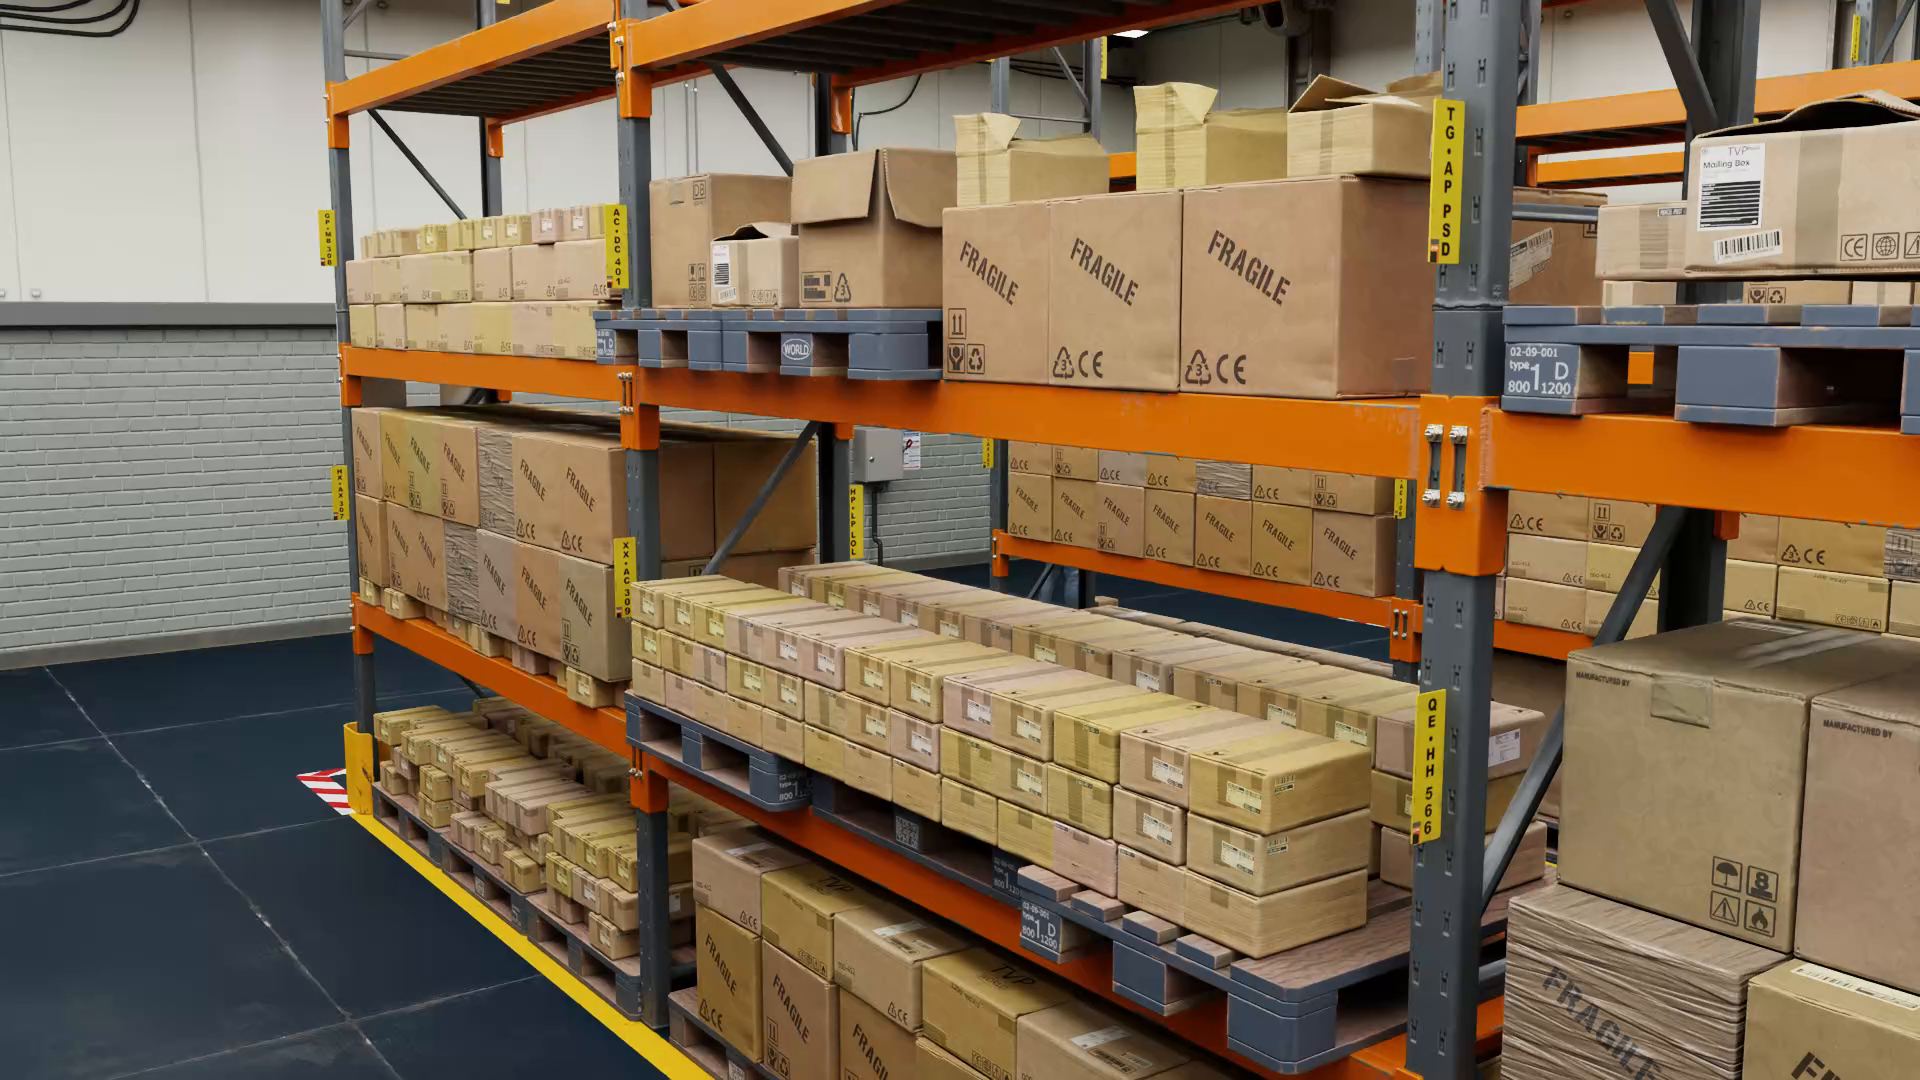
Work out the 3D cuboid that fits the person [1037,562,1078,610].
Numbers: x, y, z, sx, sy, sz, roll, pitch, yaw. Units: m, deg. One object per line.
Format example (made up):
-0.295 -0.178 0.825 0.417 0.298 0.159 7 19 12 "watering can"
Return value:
1.028 -0.023 15.848 0.602 1.767 0.581 -4 9 -26 "person"
